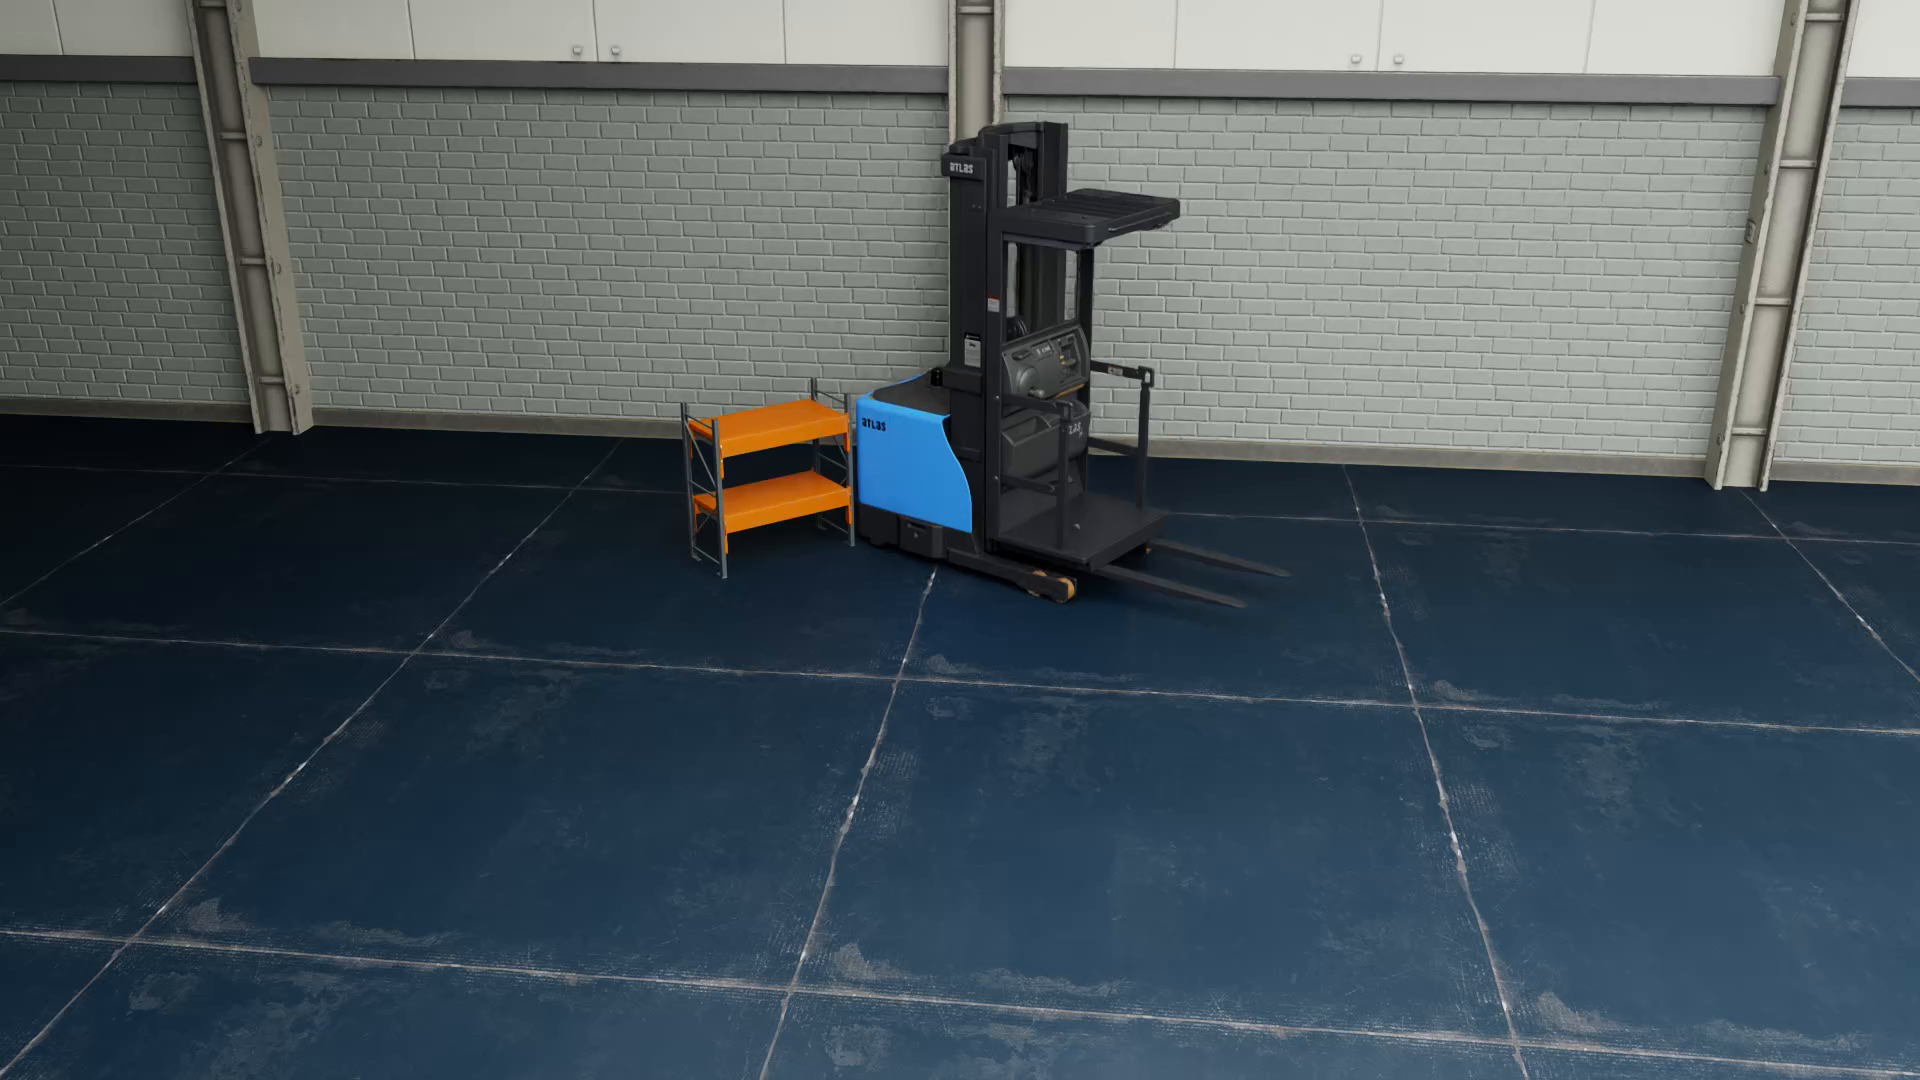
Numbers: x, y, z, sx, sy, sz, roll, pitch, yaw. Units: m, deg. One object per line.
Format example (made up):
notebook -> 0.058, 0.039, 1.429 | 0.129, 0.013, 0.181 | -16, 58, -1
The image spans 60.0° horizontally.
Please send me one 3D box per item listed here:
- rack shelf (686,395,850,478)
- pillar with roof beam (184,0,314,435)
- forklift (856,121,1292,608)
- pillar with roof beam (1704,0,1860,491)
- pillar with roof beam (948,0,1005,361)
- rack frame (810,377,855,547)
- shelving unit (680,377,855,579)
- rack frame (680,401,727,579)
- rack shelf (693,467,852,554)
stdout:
rack shelf -> -1.320, -0.718, 11.431 | 1.000, 0.278, 0.538 | -14, 26, -32
pillar with roof beam -> -6.339, -3.576, 8.745 | 0.400, 9.000, 9.100 | 2, 22, 6
forklift -> 0.742, -1.172, 10.917 | 3.031, 2.935, 1.130 | 15, 26, 34
pillar with roof beam -> 5.577, -3.057, 7.432 | 0.400, 9.000, 9.100 | 2, 22, 6
pillar with roof beam -> -0.381, -3.316, 8.089 | 0.400, 9.000, 9.100 | 2, 22, 6
rack frame -> -0.905, -0.554, 11.810 | 0.032, 1.125, 0.500 | -14, 26, -32
shelving unit -> -1.320, -0.446, 11.538 | 1.048, 1.125, 0.538 | -14, 26, -32
rack frame -> -1.736, -0.339, 11.266 | 0.032, 1.125, 0.500 | -14, 26, -32
rack shelf -> -1.320, -0.219, 11.628 | 1.000, 0.278, 0.538 | -14, 26, -32
